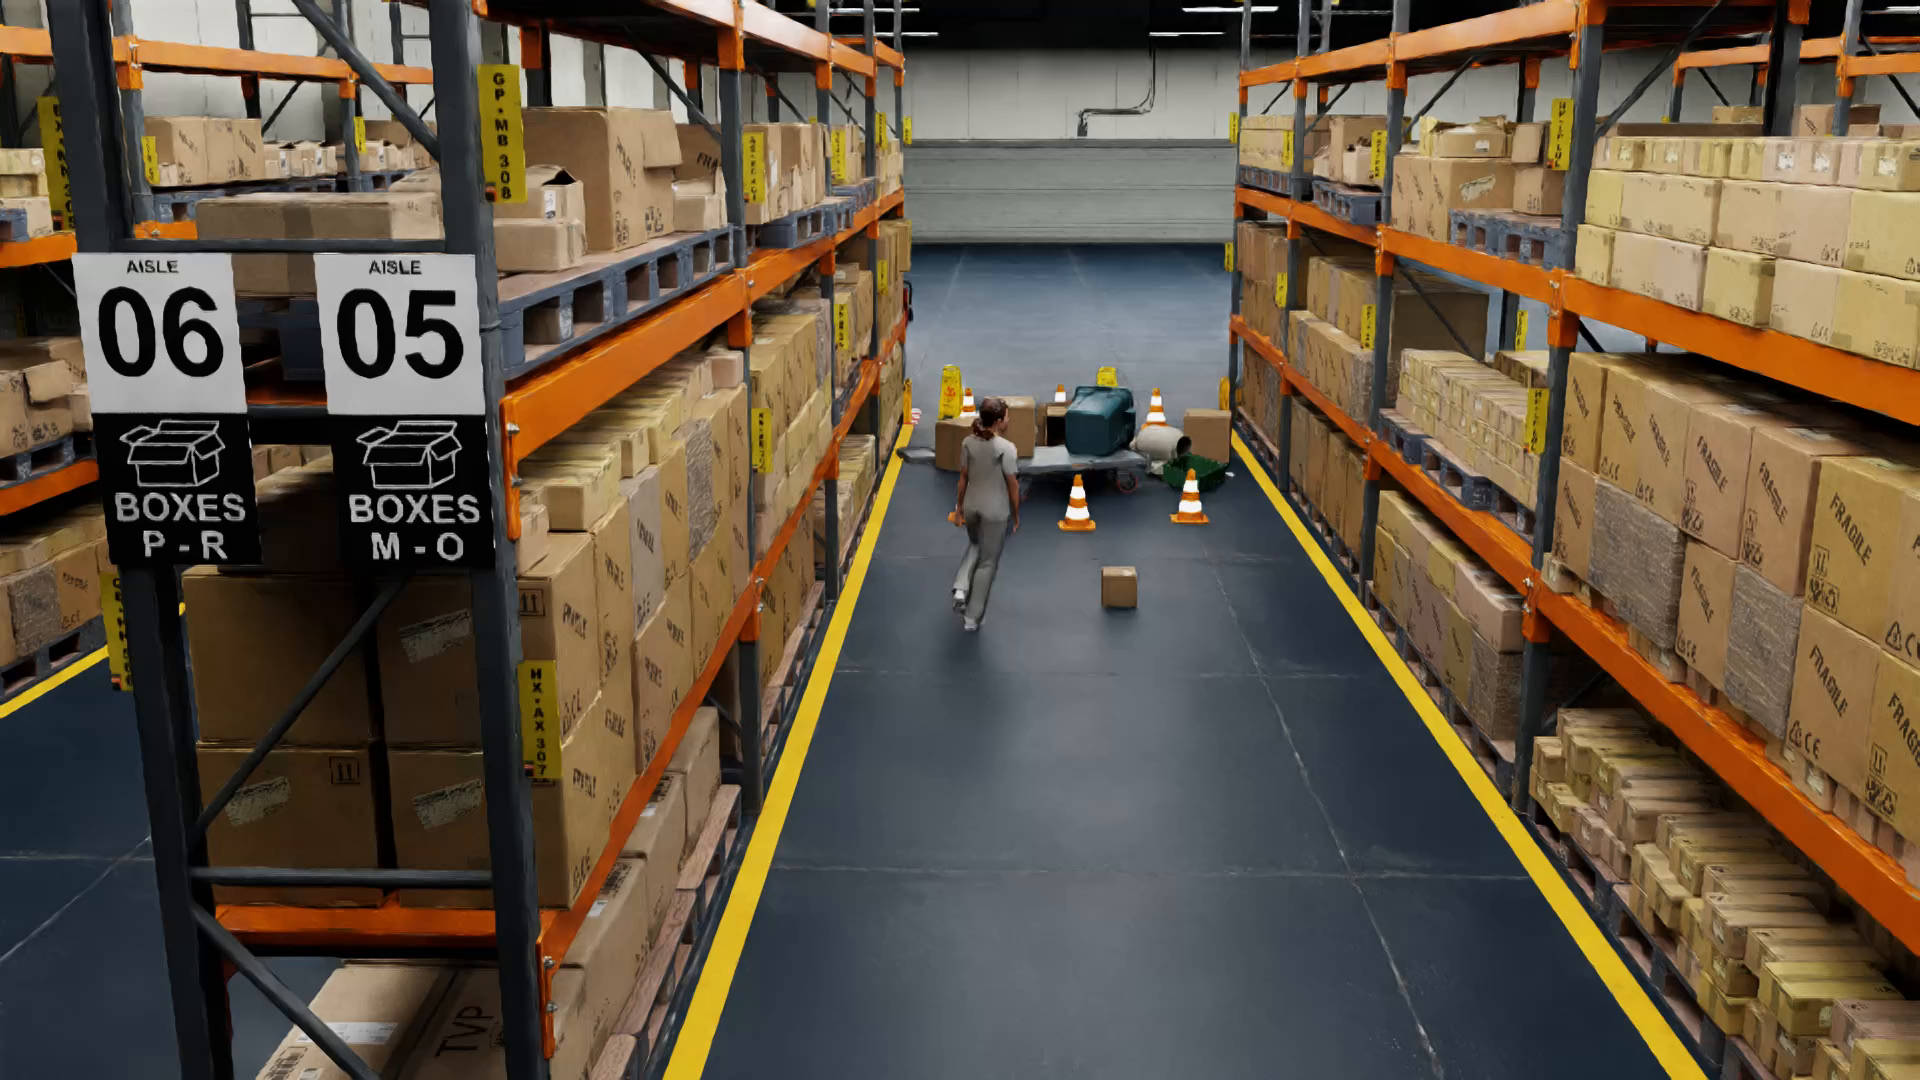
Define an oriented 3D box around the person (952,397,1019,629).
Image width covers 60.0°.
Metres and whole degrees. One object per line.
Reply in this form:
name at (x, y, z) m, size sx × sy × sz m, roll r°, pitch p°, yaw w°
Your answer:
person at (0.208, -0.192, 11.709) m, size 0.515 × 1.669 × 0.461 m, roll 8°, pitch 16°, yaw 30°
